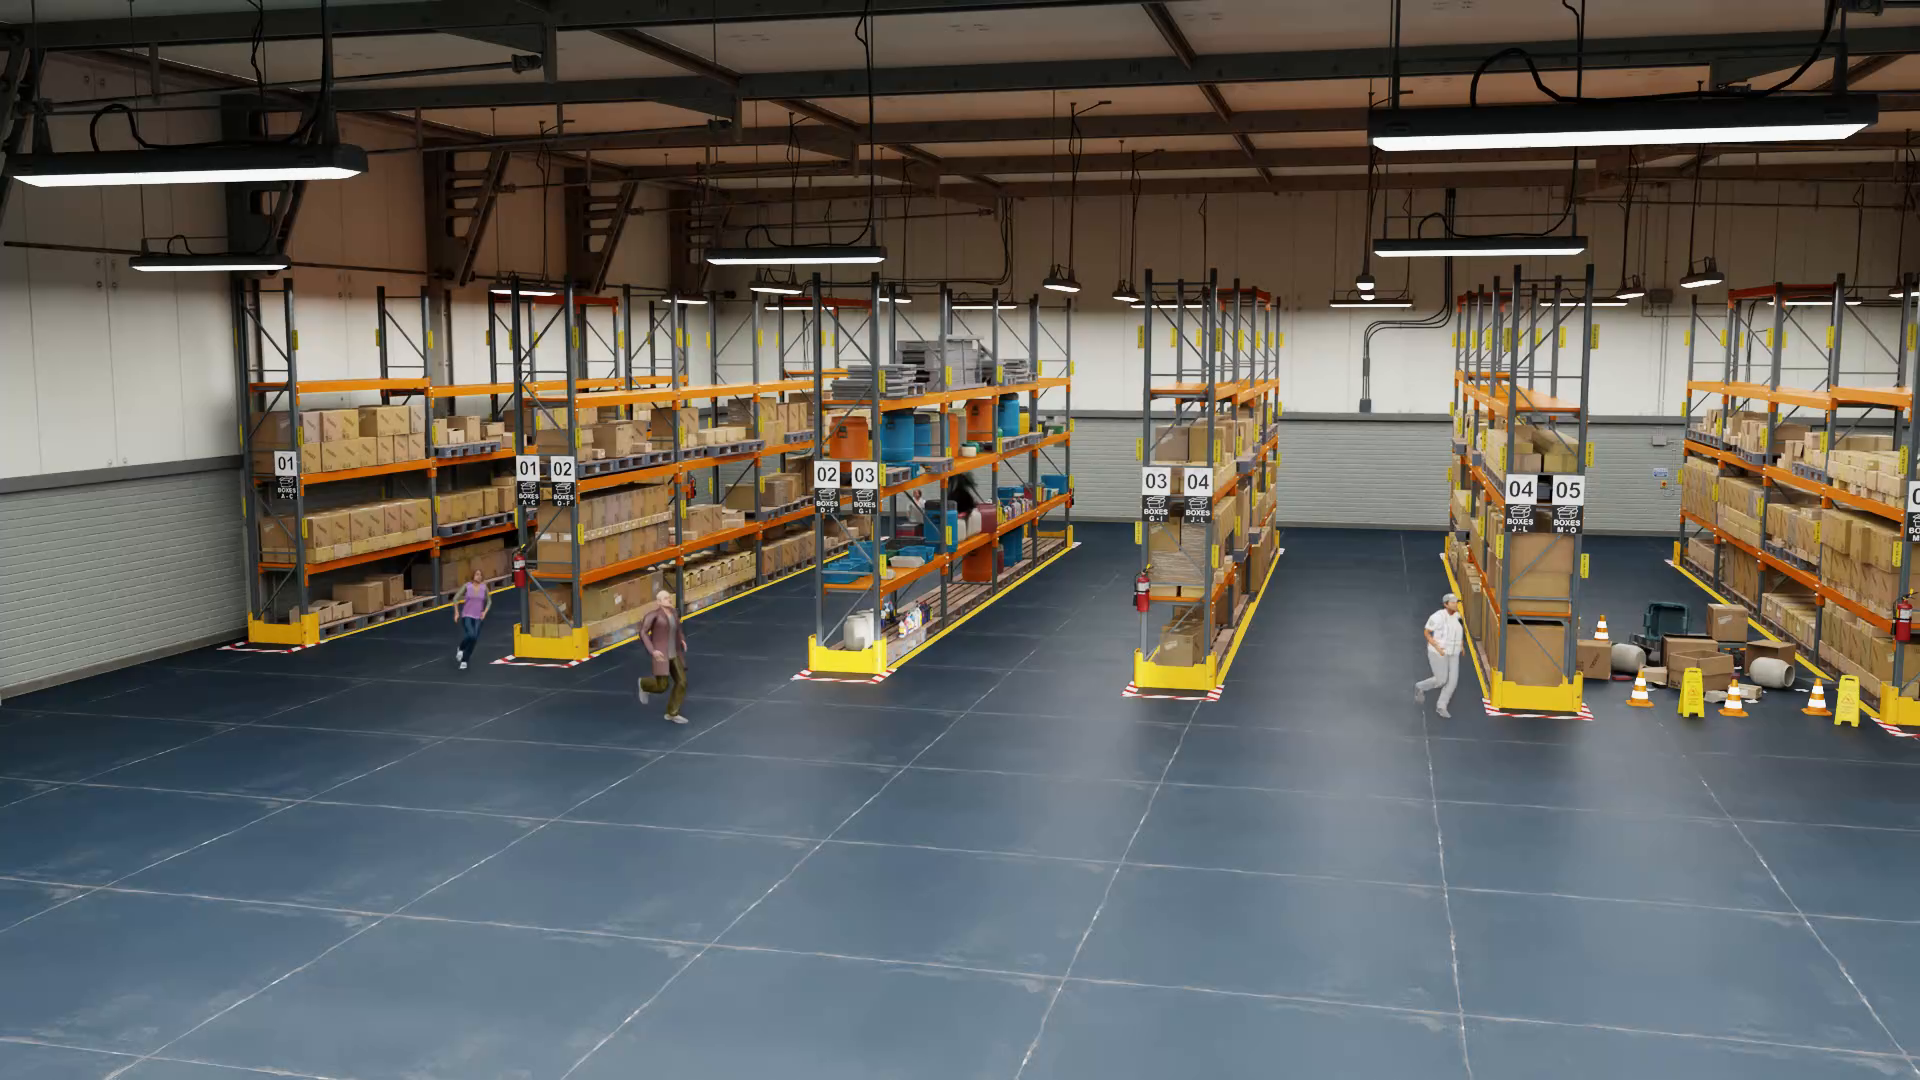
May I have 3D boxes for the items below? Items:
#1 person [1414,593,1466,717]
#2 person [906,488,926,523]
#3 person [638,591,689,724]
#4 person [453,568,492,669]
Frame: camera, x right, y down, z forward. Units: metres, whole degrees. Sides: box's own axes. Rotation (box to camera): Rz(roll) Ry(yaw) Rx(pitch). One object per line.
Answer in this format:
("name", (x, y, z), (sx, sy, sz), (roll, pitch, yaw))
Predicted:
("person", (6.538, 1.537, 22.460), (0.644, 1.656, 0.629), (-3, 8, -26))
("person", (-1.003, -0.382, 38.324), (0.503, 1.630, 0.694), (0, 7, 3))
("person", (-3.919, 1.529, 21.988), (0.817, 1.739, 0.717), (6, 9, 42))
("person", (-7.433, 1.202, 25.436), (0.547, 1.527, 0.485), (-4, 8, -31))
